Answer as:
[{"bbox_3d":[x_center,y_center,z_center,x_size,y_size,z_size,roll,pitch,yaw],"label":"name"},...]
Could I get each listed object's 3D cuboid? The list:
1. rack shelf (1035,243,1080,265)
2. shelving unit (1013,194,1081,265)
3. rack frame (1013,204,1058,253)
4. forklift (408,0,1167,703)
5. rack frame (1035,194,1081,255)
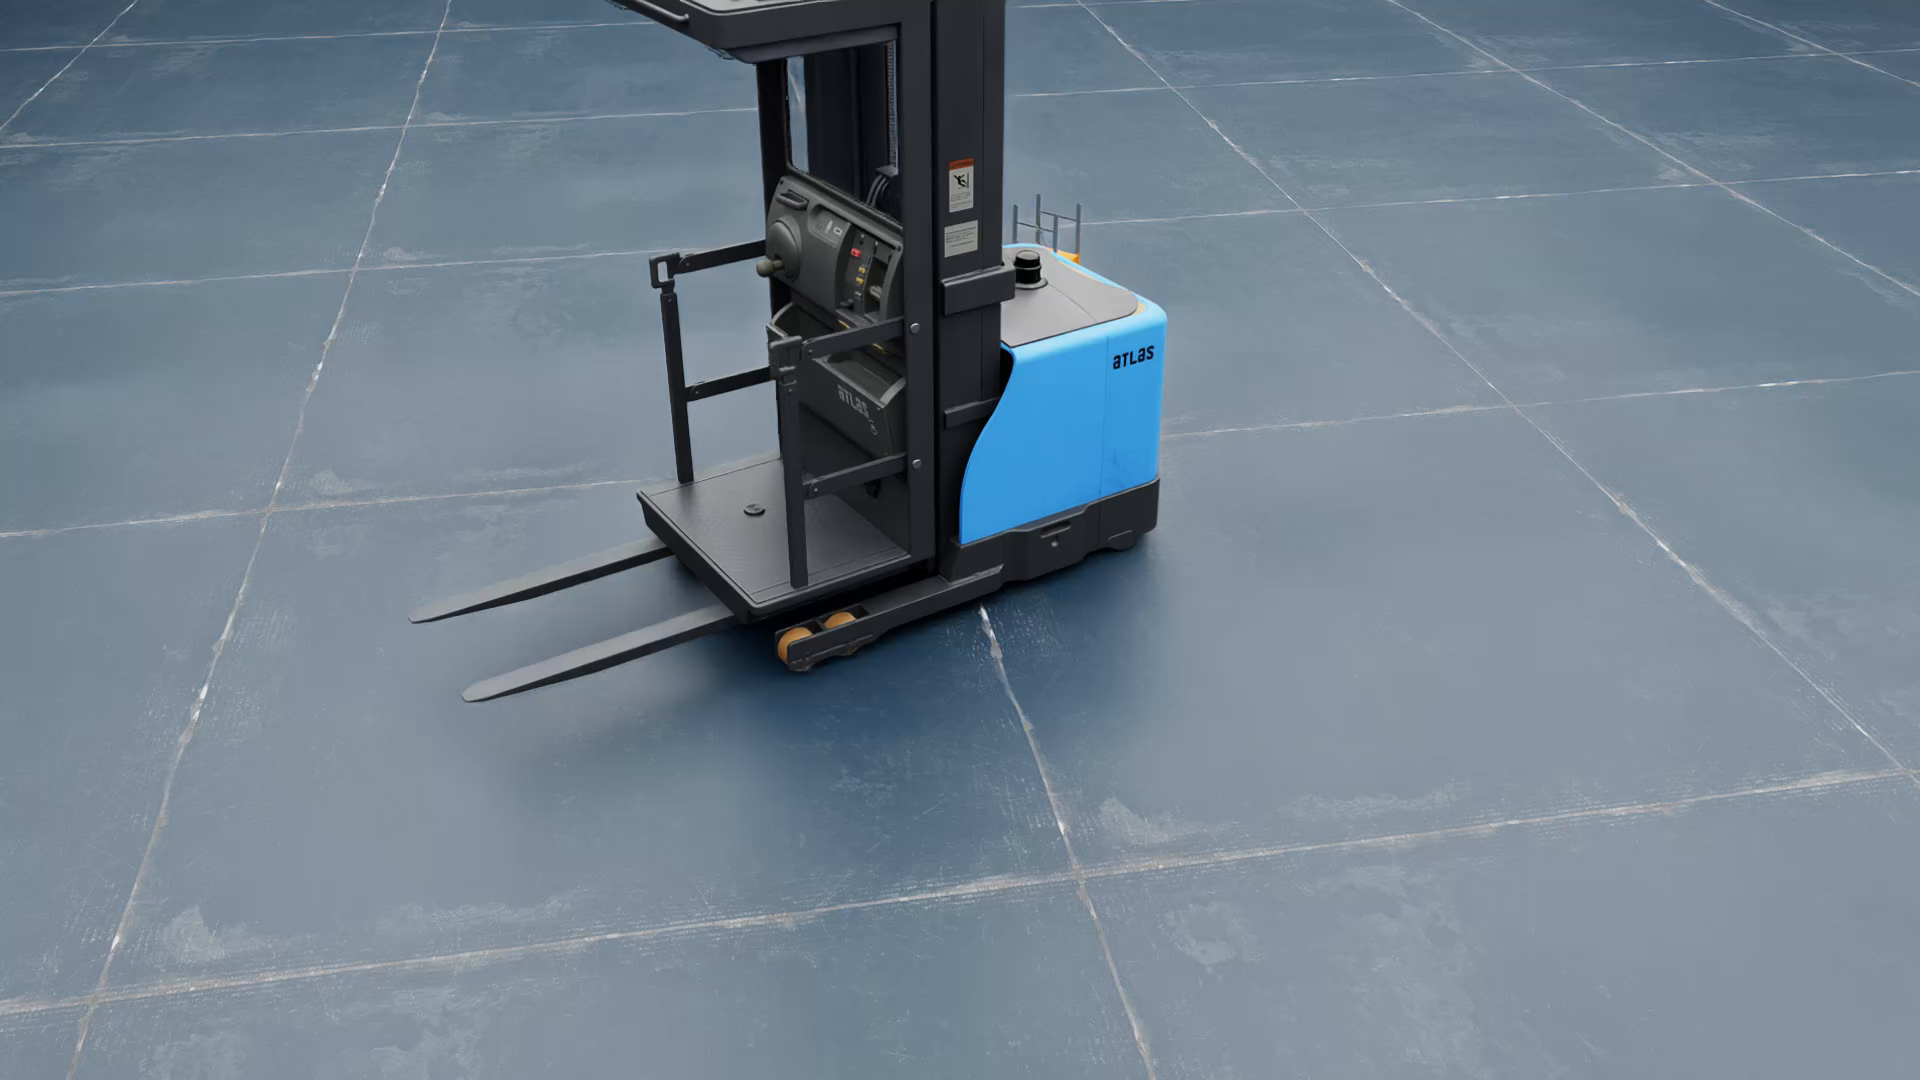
[{"bbox_3d":[0.390,-1.256,7.580,0.258,0.103,0.180,21,36,31],"label":"rack shelf"},{"bbox_3d":[0.390,-0.984,7.740,0.258,1.200,0.189,21,36,31],"label":"shelving unit"},{"bbox_3d":[0.335,-0.947,7.677,0.240,1.200,0.006,21,36,31],"label":"rack frame"},{"bbox_3d":[-0.654,-1.065,6.169,3.031,2.935,1.130,-18,35,-28],"label":"forklift"},{"bbox_3d":[0.445,-1.021,7.803,0.240,1.200,0.006,21,36,31],"label":"rack frame"}]
